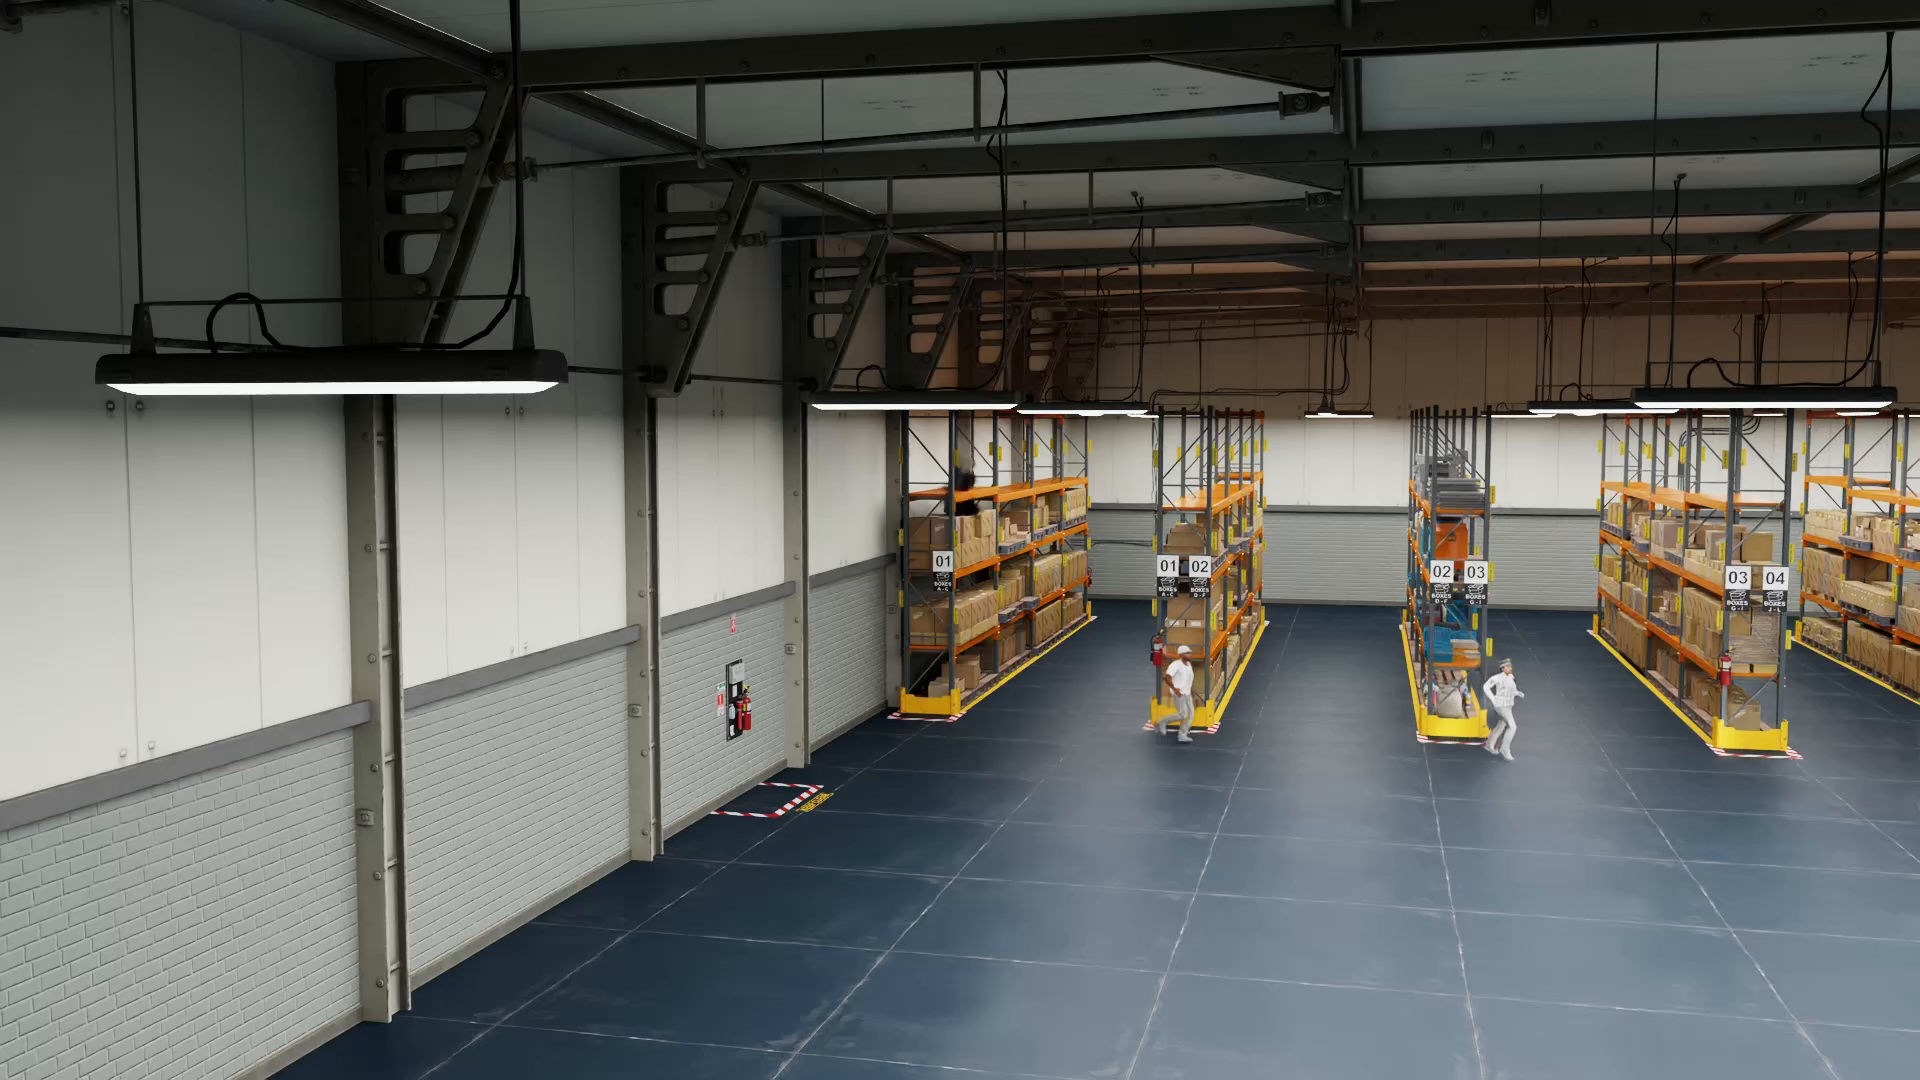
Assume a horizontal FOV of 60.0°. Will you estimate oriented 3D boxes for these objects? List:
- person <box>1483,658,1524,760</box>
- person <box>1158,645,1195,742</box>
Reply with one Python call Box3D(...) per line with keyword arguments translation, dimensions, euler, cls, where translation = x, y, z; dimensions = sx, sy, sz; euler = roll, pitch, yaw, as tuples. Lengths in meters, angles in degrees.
Box3D(translation=(9.236, 2.861, 28.253), dimensions=(0.602, 1.748, 0.687), euler=(-3, 5, -40), cls="person")
Box3D(translation=(3.918, 2.739, 29.781), dimensions=(0.678, 1.723, 0.747), euler=(3, 5, 32), cls="person")
